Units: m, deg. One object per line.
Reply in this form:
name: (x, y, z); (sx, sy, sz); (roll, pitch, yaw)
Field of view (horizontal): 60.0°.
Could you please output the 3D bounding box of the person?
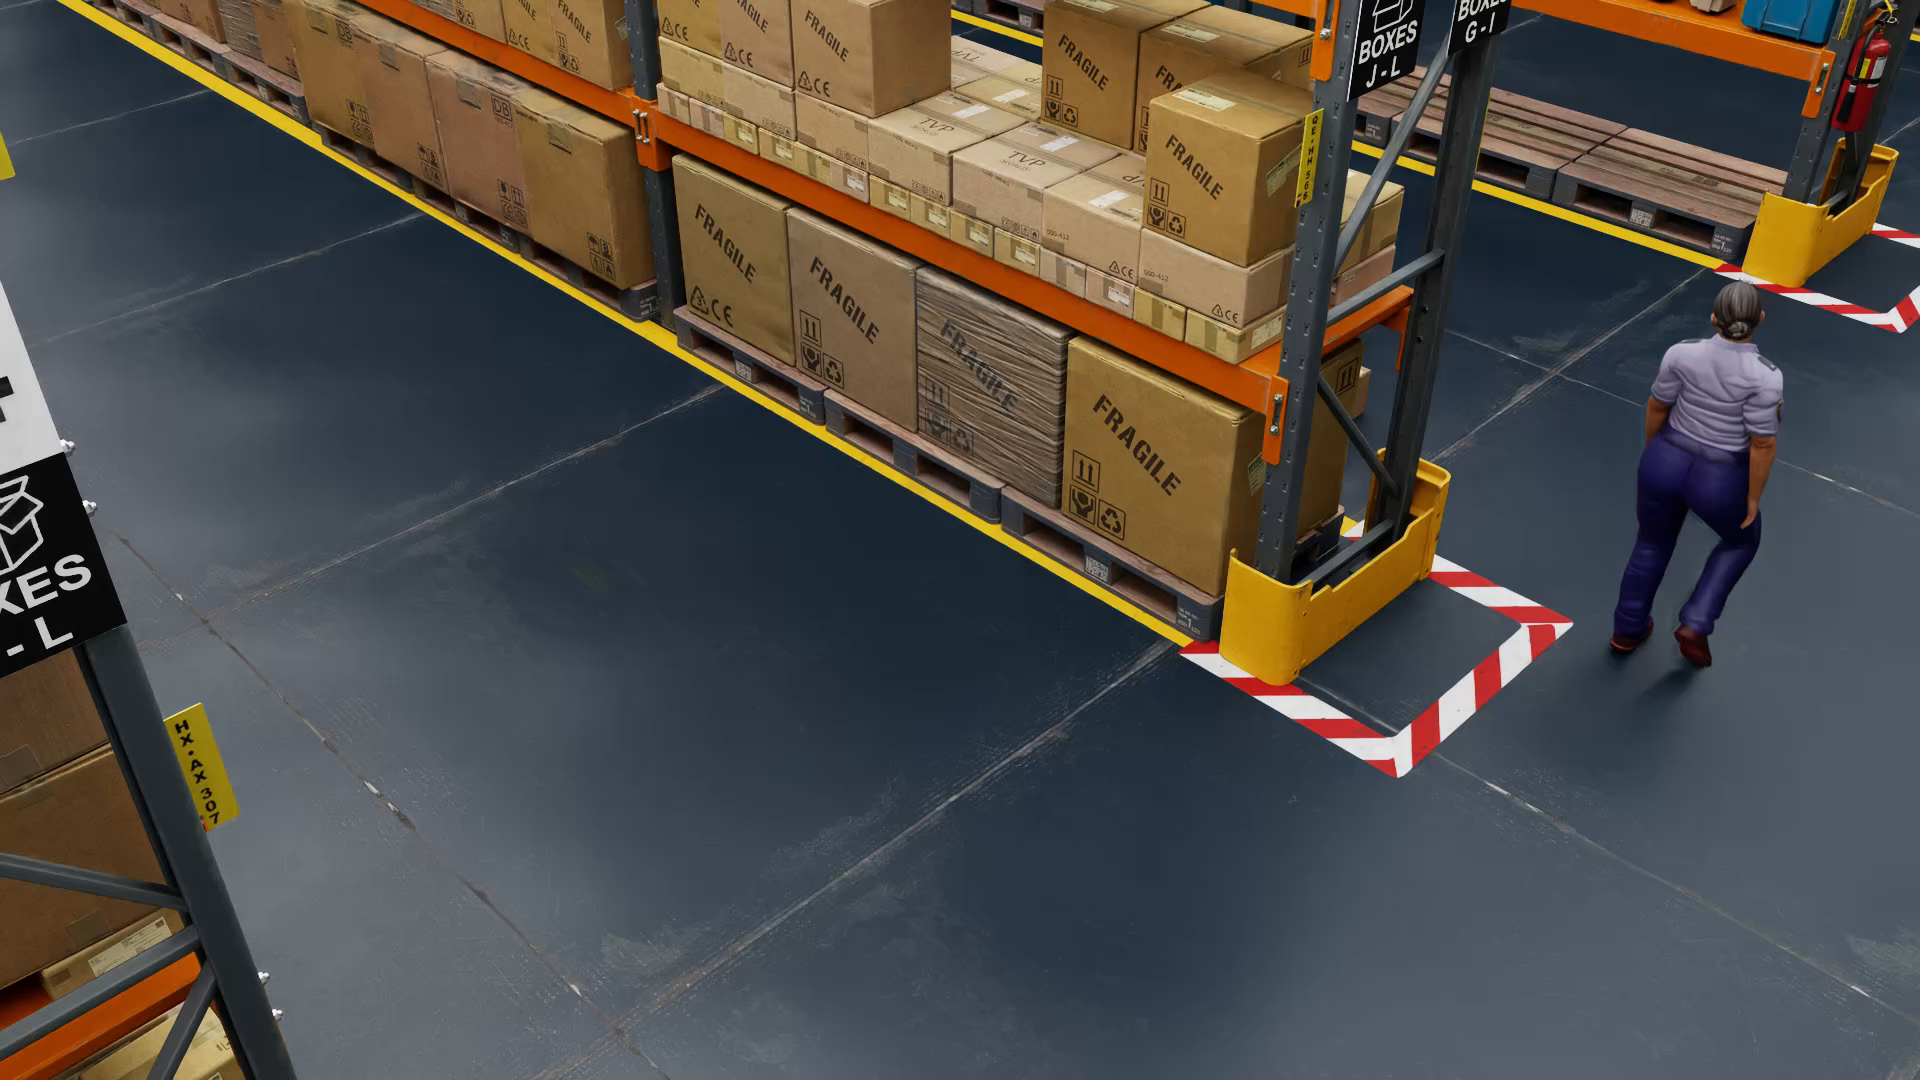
person: (2.899, -0.250, 6.506); (0.527, 1.671, 0.436); (26, 43, 31)
